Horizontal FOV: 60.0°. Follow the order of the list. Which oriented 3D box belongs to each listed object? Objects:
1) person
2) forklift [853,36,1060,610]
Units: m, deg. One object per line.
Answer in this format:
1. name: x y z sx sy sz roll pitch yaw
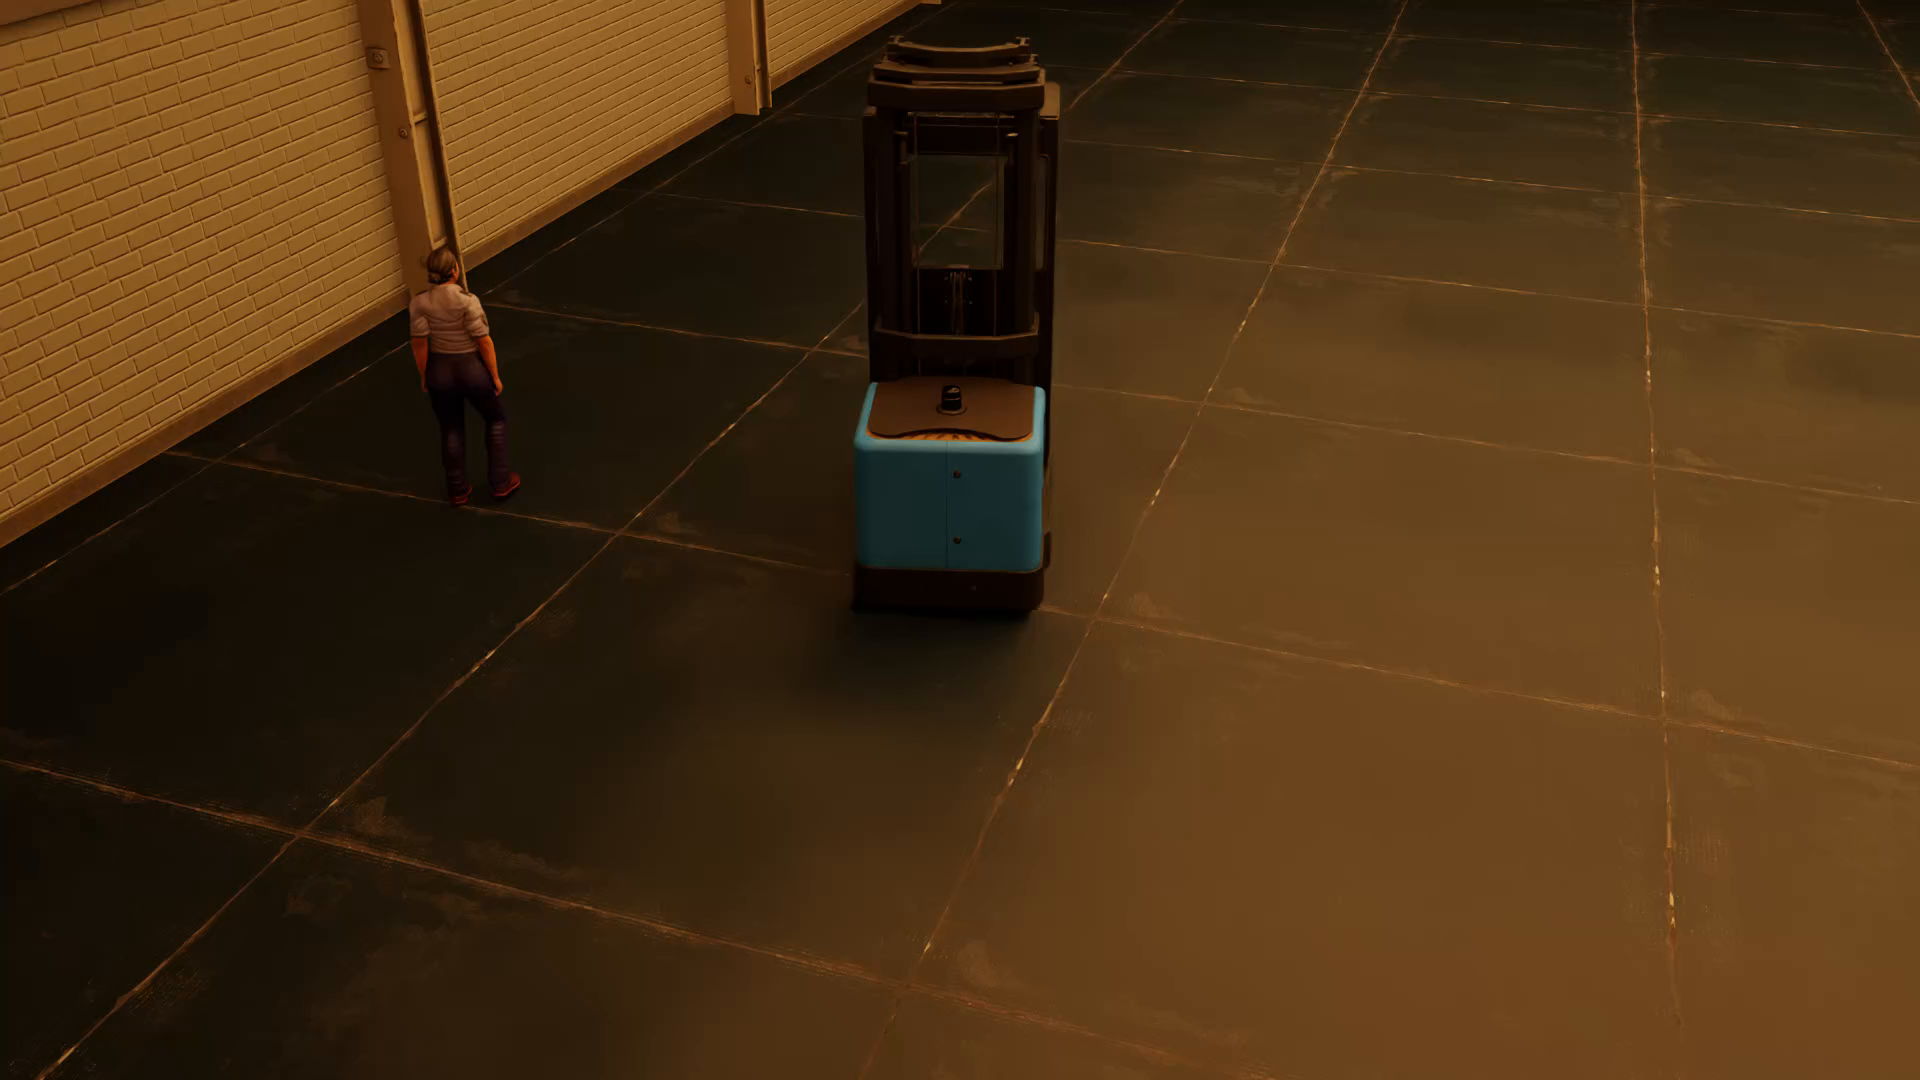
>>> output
1. person: -3.050 -1.000 10.186 0.499 1.651 0.373 0 30 1
2. forklift: 0.018 -1.583 9.914 1.130 2.935 3.031 2 30 3
